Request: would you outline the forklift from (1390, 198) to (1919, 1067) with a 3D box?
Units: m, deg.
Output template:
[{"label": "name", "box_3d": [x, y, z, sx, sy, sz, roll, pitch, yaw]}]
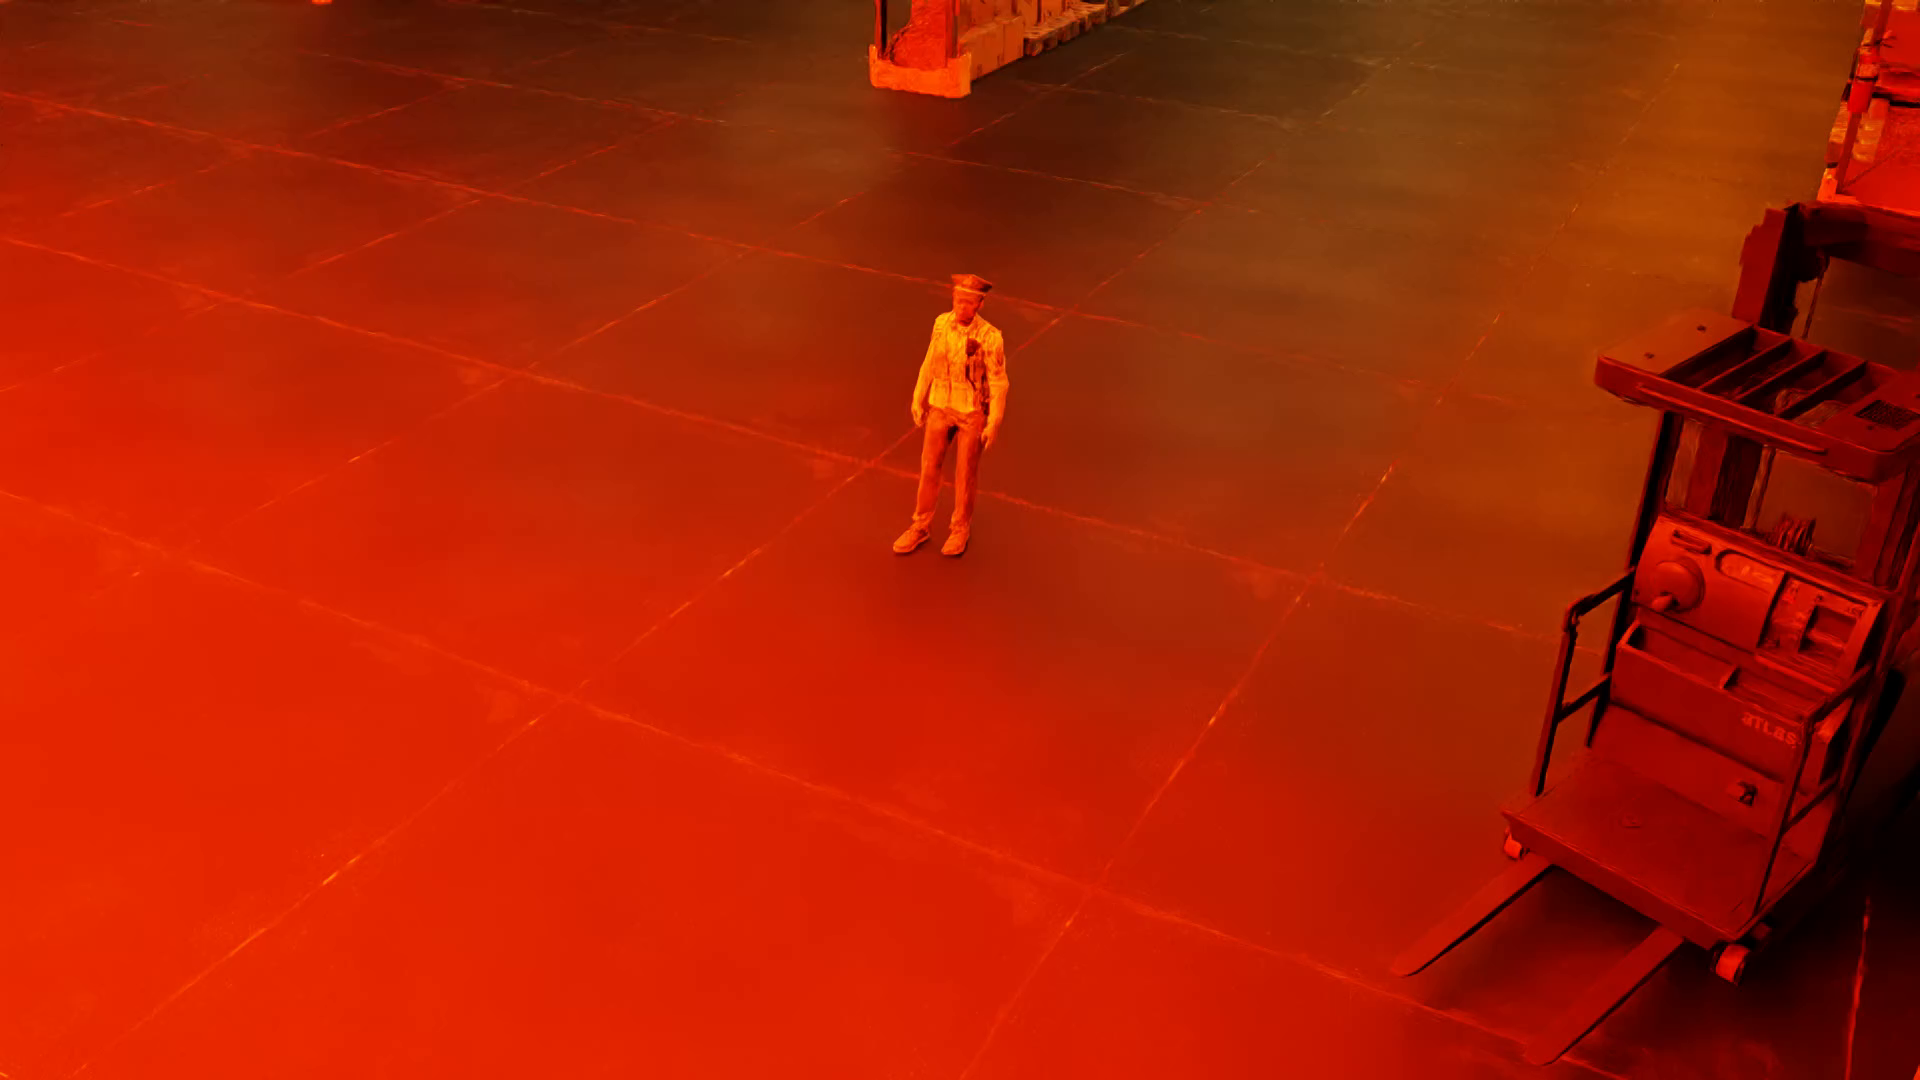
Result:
[{"label": "forklift", "box_3d": [3.068, 0.256, 6.628, 3.031, 2.935, 1.130, -24, 37, -35]}]

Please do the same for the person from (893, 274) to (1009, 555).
[{"label": "person", "box_3d": [-0.047, -0.715, 9.531, 0.568, 1.695, 0.532, 15, 33, 25]}]
